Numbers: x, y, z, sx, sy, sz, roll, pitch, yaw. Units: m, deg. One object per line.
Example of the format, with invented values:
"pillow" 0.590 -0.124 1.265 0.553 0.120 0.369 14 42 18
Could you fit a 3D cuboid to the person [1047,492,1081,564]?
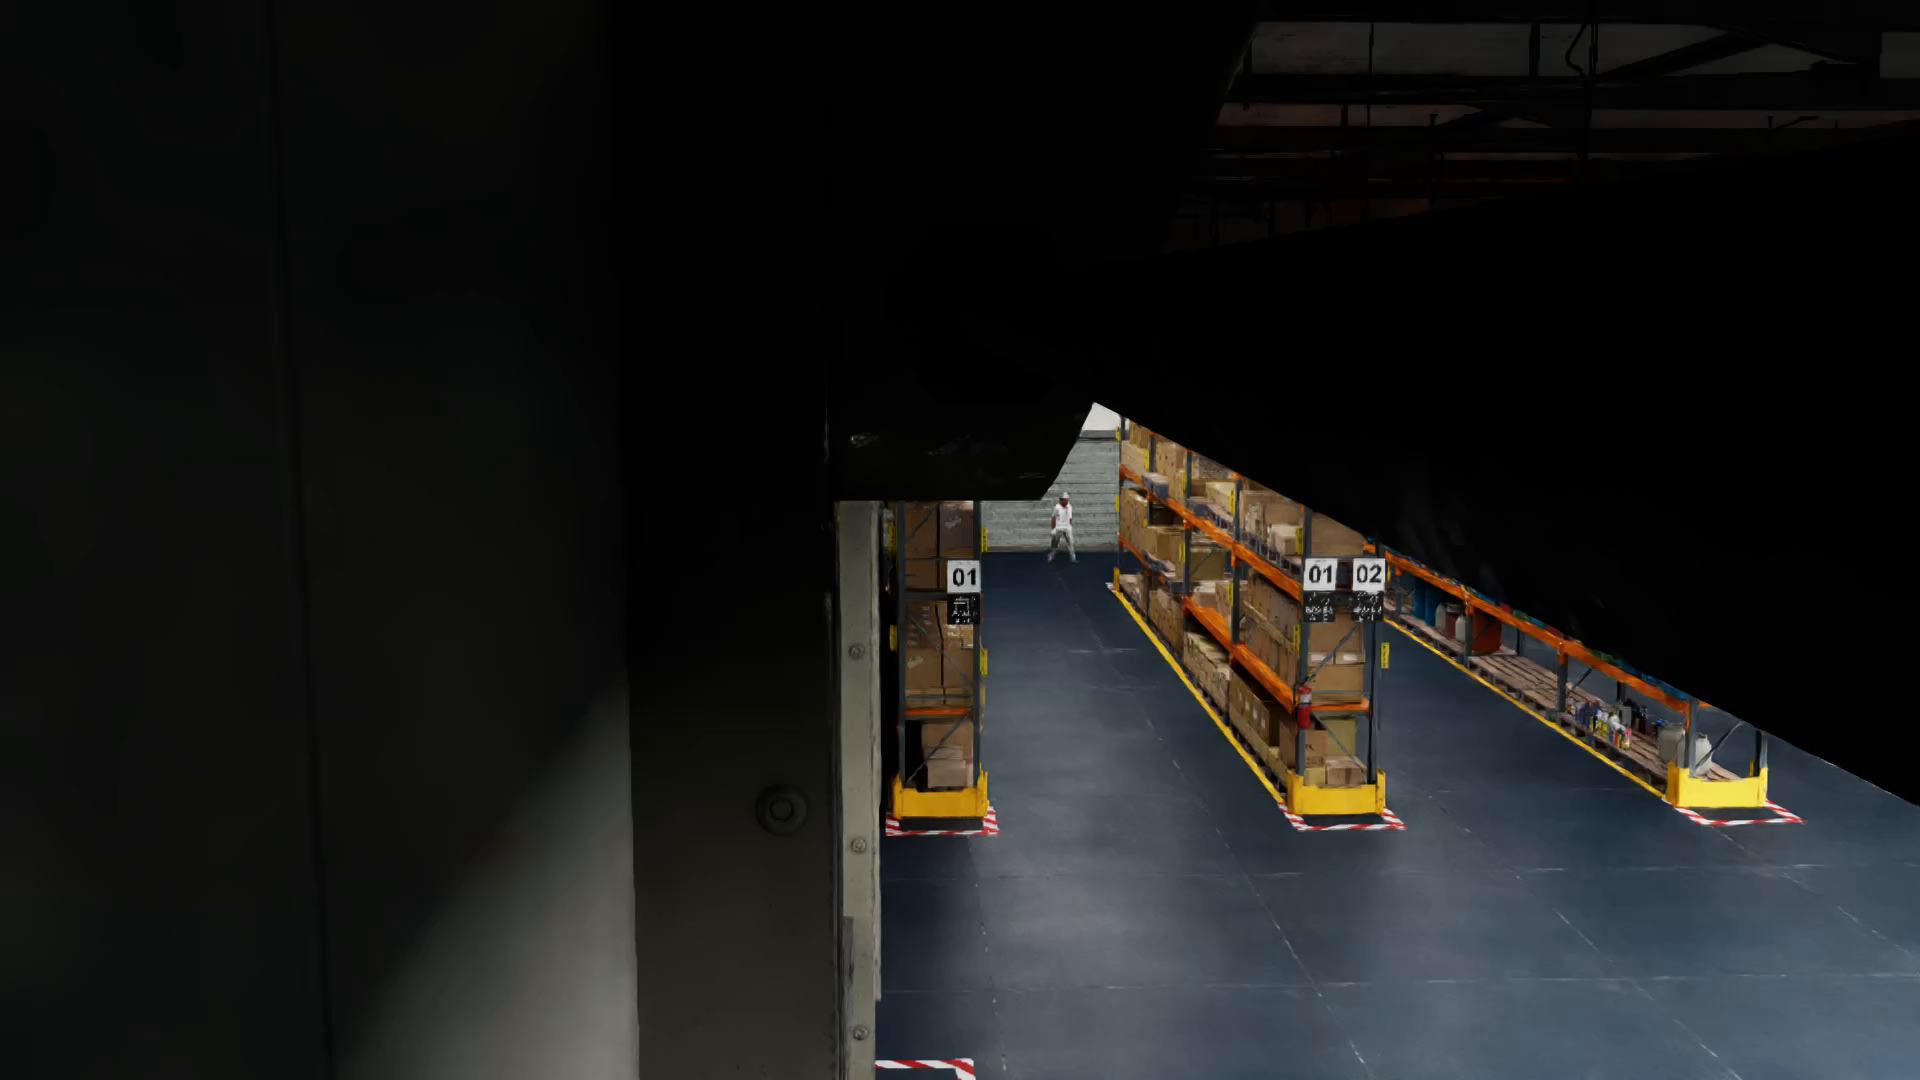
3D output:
"person" 2.488 -0.294 40.127 0.609 1.742 0.966 -4 9 -25
